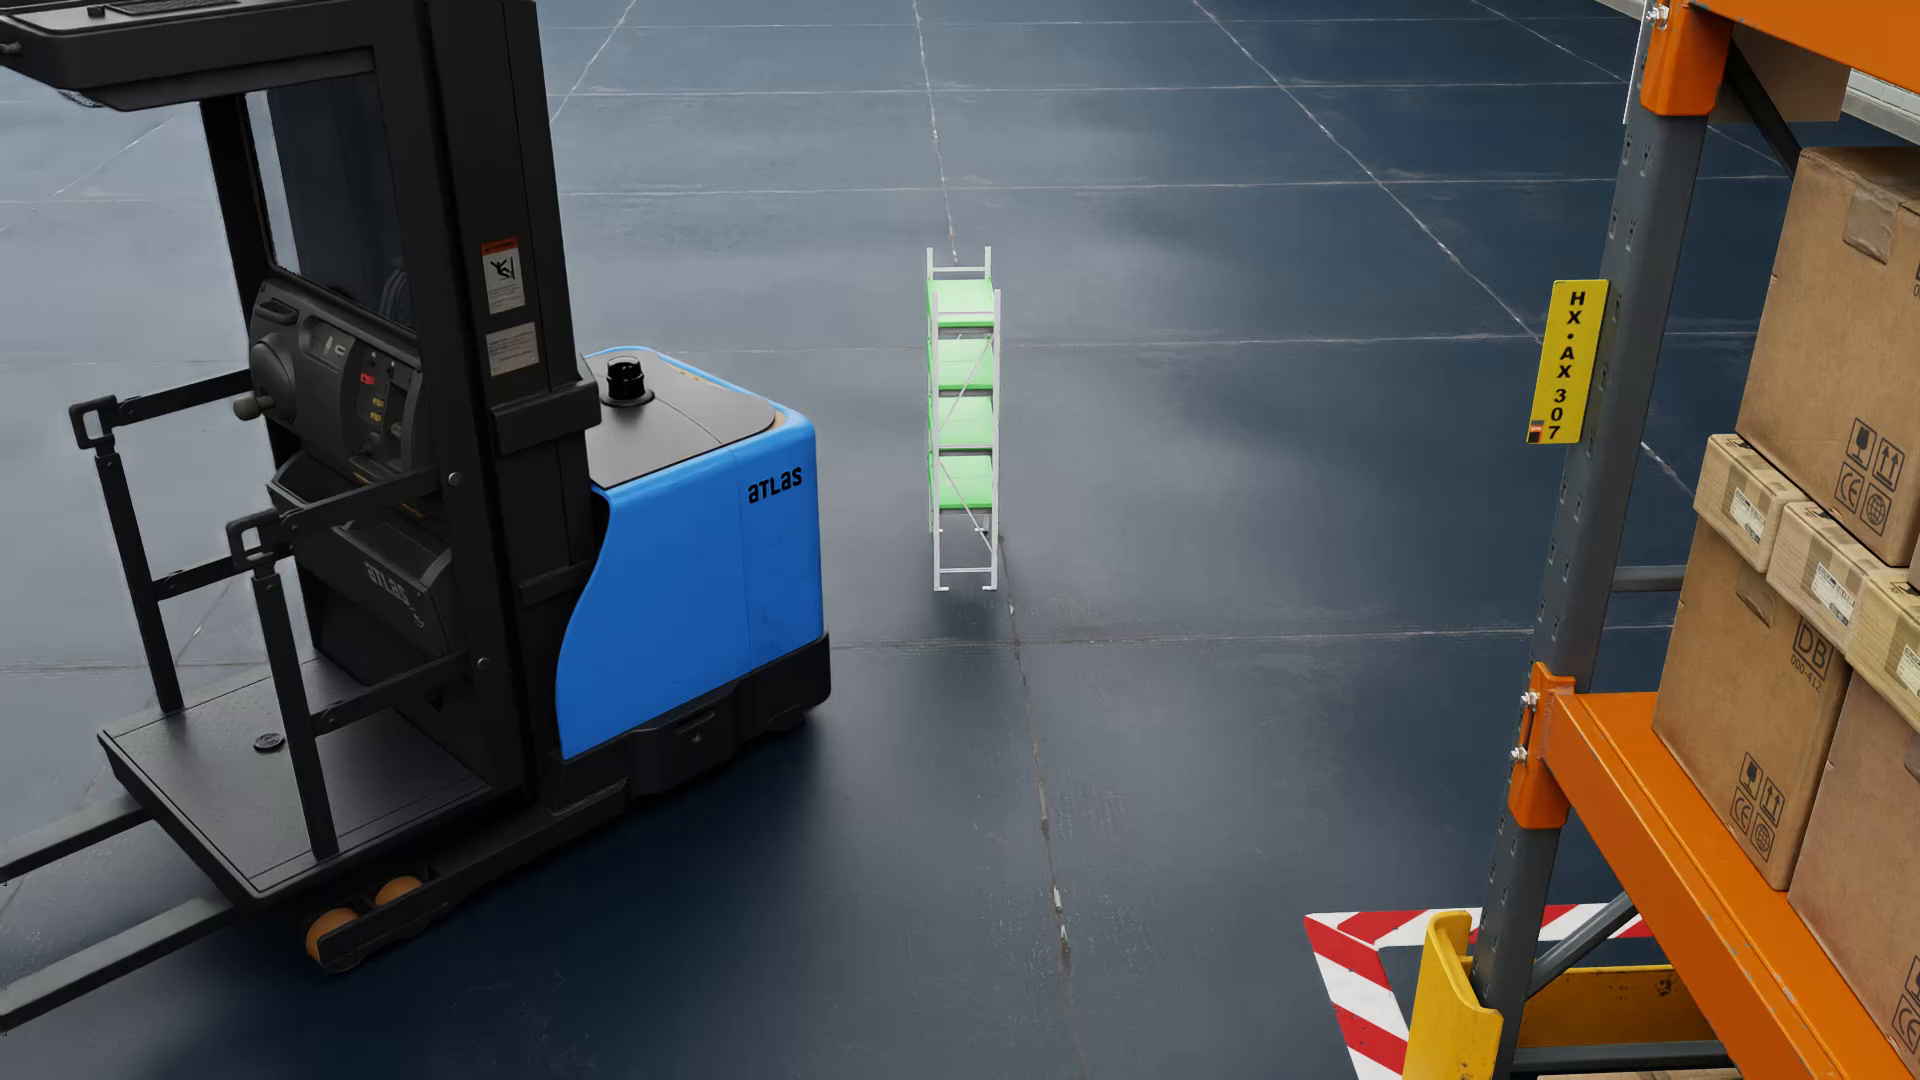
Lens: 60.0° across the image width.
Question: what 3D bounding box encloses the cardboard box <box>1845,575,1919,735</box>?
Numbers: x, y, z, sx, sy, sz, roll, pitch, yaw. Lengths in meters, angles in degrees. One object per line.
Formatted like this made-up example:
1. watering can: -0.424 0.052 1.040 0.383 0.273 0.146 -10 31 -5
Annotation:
1. cardboard box: 1.526 0.169 2.373 0.380 0.149 0.250 -1 28 -2

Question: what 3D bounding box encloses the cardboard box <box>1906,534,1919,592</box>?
1. cardboard box: 1.740 -0.059 2.109 0.700 0.500 0.500 -2 28 -4

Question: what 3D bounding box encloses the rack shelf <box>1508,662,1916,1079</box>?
1. rack shelf: 1.797 1.320 1.753 1.077 0.370 4.000 -1 28 -3

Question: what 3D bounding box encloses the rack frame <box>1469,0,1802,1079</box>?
1. rack frame: 1.696 0.077 3.358 0.949 2.616 0.053 -1 28 -3

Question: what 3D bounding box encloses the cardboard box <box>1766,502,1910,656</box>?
1. cardboard box: 1.514 0.054 2.594 0.380 0.149 0.250 -2 28 -4

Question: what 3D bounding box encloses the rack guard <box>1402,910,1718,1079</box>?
1. rack guard: 1.691 1.175 3.957 1.175 0.500 0.348 -1 28 -3

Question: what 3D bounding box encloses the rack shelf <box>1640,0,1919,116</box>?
1. rack shelf: 1.797 -0.010 1.060 1.077 0.370 4.000 -1 28 -3

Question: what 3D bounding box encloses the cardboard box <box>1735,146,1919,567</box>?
1. cardboard box: 1.707 -0.302 2.574 0.700 0.500 0.500 -1 28 -2

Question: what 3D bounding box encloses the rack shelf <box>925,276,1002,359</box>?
1. rack shelf: 0.009 -0.824 6.134 0.258 0.148 0.480 -1 28 -3

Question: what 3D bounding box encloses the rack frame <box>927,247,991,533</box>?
1. rack frame: -0.004 -0.568 6.542 0.240 1.200 0.015 -1 28 -3

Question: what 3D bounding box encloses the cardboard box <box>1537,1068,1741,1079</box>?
1. cardboard box: 1.498 1.363 3.411 0.500 0.250 0.500 -1 28 -3

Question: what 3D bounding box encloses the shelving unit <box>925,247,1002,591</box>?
1. shelving unit: 0.009 -0.456 6.326 0.258 1.200 0.503 -1 28 -3

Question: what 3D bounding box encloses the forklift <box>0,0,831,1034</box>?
1. forklift: -1.833 -0.400 4.348 1.130 2.935 3.031 25 36 39

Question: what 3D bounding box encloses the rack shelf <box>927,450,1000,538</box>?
1. rack shelf: 0.009 -0.186 6.467 0.258 0.148 0.480 -1 28 -3

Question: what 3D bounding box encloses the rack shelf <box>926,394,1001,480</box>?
1. rack shelf: 0.009 -0.399 6.356 0.258 0.148 0.480 -1 28 -3

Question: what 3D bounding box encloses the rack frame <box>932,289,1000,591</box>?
1. rack frame: 0.021 -0.343 6.110 0.240 1.200 0.015 -1 28 -3

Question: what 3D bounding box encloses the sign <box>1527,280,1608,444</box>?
1. sign: 1.138 -0.331 3.119 0.100 0.325 0.005 -1 28 -3

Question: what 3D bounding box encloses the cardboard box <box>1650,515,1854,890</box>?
1. cardboard box: 1.704 0.249 2.921 0.700 0.500 0.500 -1 28 -3

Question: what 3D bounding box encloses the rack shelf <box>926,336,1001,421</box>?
1. rack shelf: 0.009 -0.612 6.245 0.258 0.148 0.480 -1 28 -3

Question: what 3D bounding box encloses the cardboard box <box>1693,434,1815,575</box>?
1. cardboard box: 1.498 -0.068 2.827 0.380 0.149 0.250 -2 28 -3

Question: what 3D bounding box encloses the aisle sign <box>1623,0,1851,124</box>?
1. aisle sign: 1.383 -1.098 2.801 0.394 0.787 0.004 -1 28 -3

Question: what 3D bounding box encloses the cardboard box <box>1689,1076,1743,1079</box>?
1. cardboard box: 1.526 1.262 2.795 0.500 0.500 0.500 -1 28 -3

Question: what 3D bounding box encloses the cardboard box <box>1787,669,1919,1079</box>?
1. cardboard box: 1.736 0.491 2.456 0.700 0.500 0.500 -1 28 -1
